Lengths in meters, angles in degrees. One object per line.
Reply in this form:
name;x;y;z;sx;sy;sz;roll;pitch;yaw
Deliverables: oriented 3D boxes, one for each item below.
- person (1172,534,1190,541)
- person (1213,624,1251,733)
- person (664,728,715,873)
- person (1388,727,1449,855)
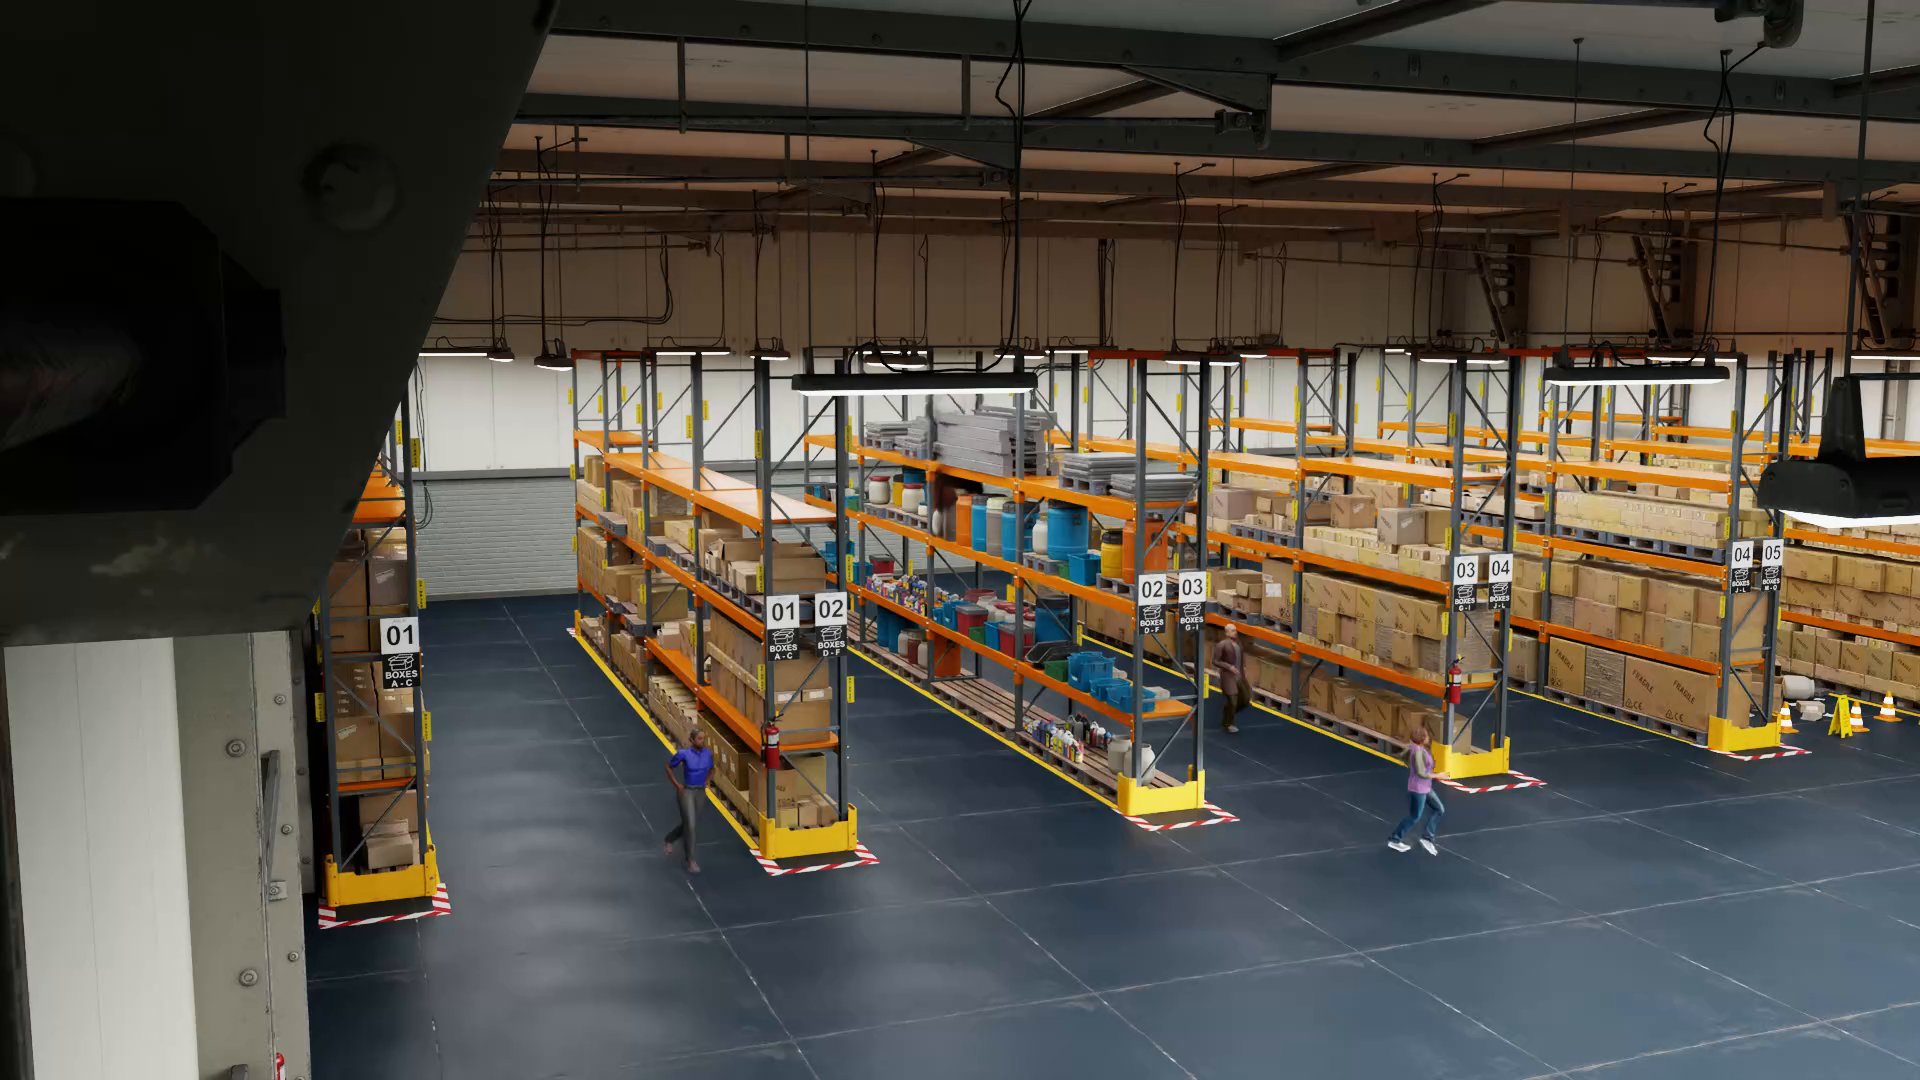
person;5.299;0.458;40.689;0.684;1.649;0.529;5;9;34
person;4.340;2.193;26.367;0.703;1.729;0.651;-5;8;-33
person;-3.200;3.064;19.954;0.594;1.659;0.869;-7;10;-43
person;5.584;3.053;20.232;0.690;1.605;0.546;2;7;17
